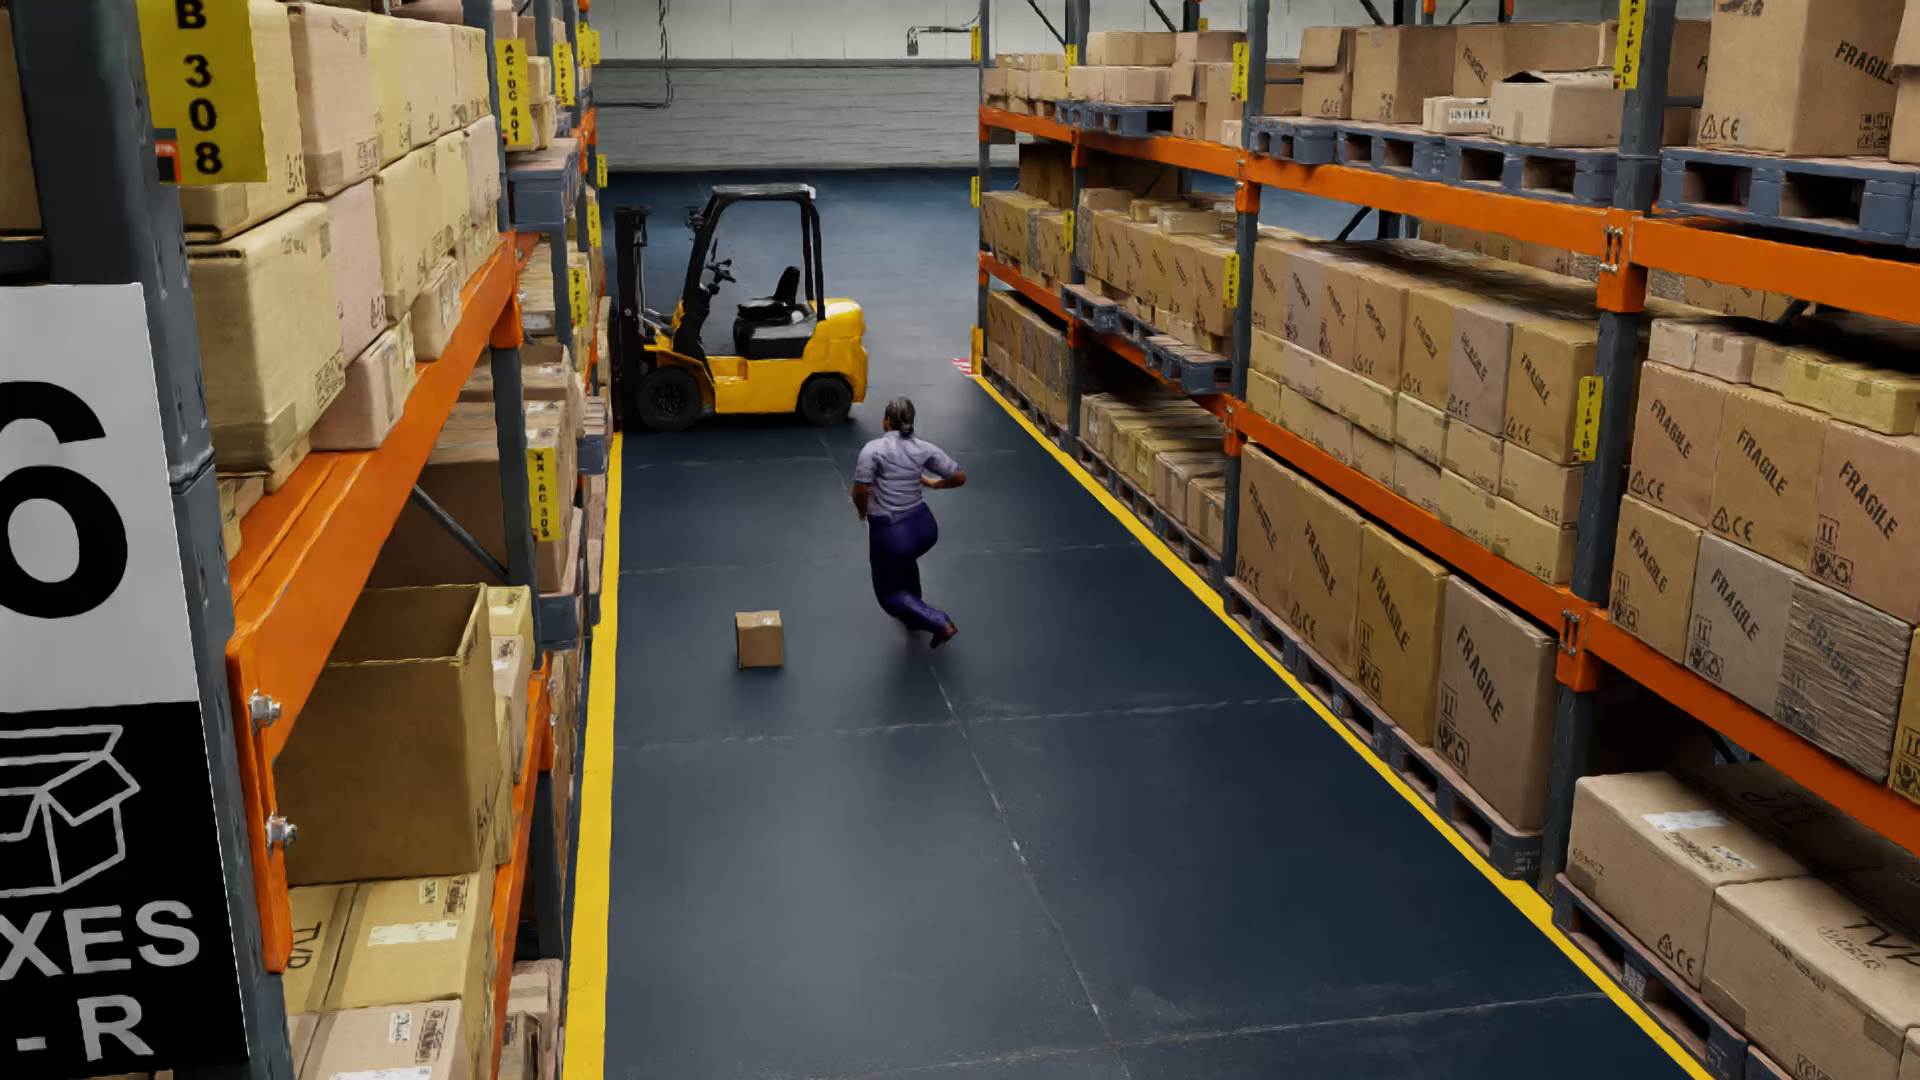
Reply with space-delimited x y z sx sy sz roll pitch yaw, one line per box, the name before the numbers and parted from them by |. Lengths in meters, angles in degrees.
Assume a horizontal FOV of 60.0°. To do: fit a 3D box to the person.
person | -0.316 -0.094 9.627 0.705 1.488 0.888 -14 22 -40
